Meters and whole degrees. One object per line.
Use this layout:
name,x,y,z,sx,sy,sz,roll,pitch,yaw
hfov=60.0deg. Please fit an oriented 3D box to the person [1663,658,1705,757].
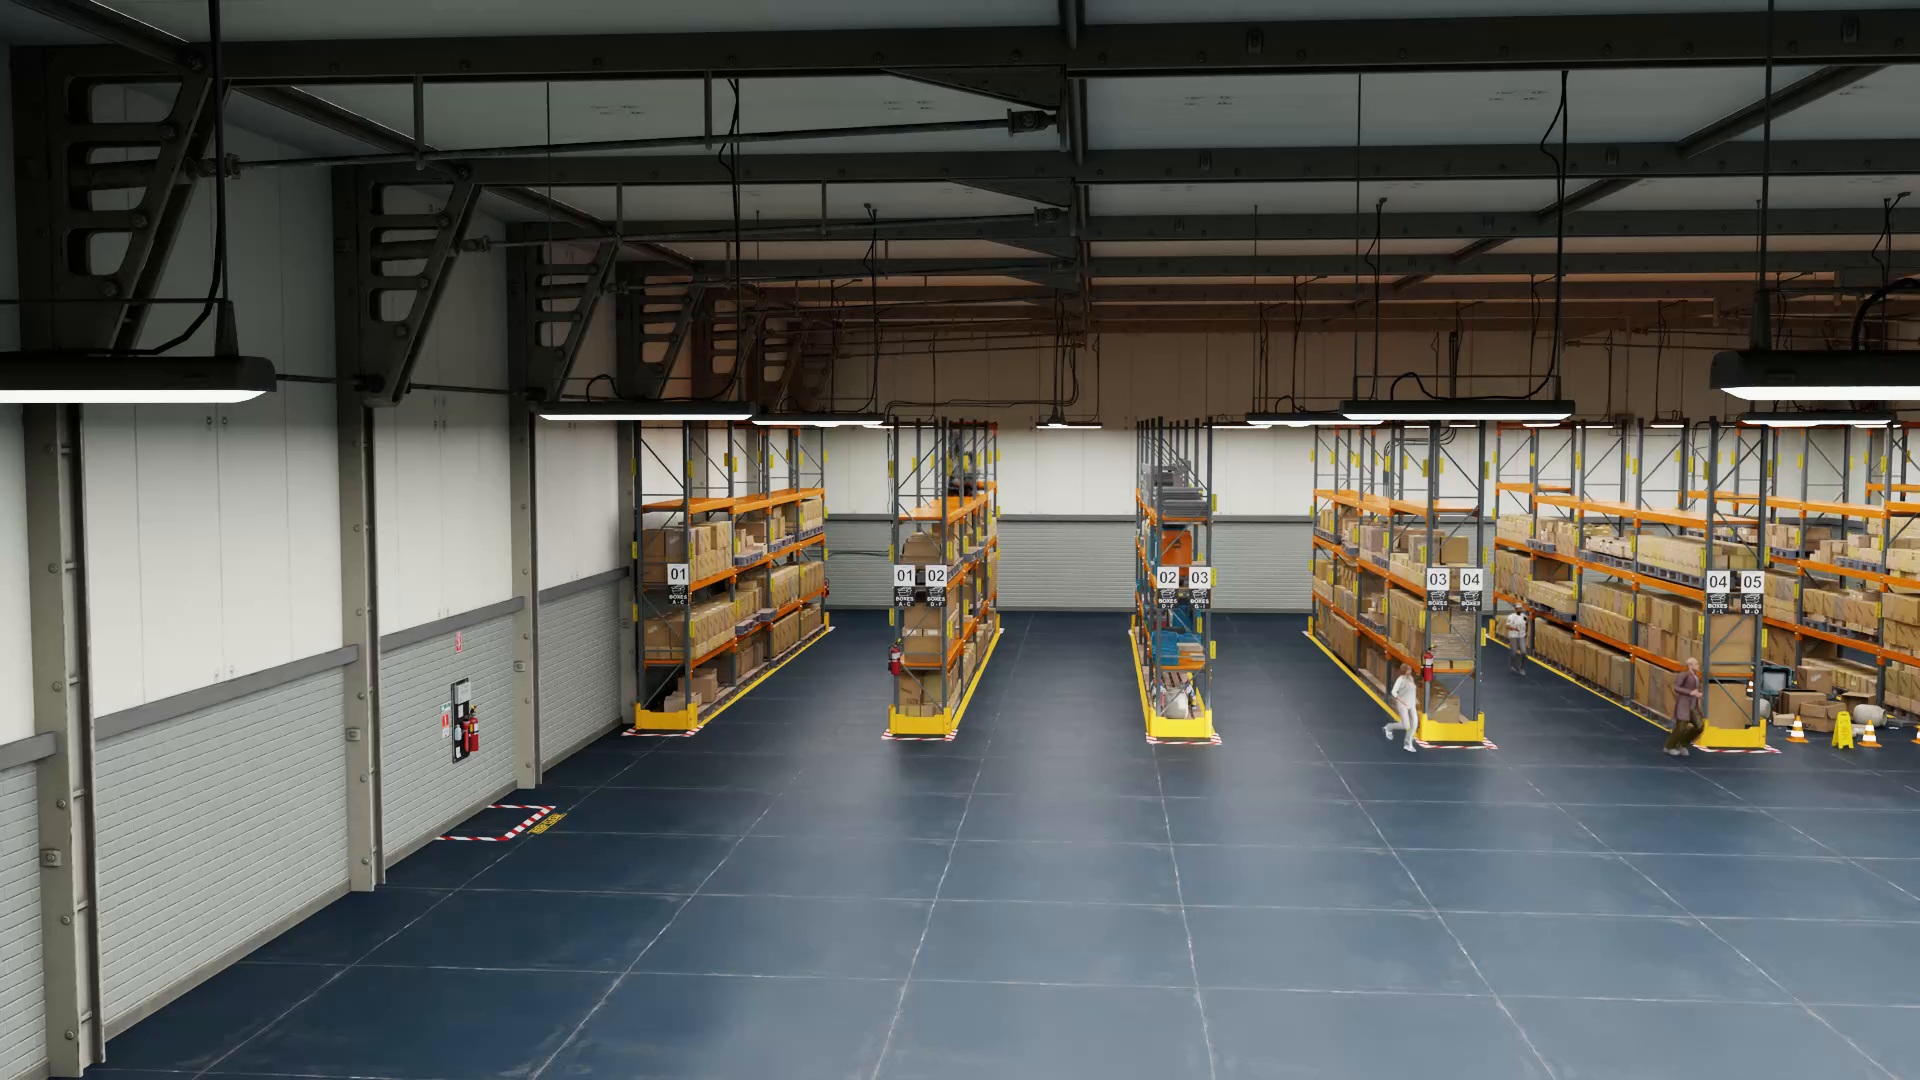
person,12.872,2.954,29.304,0.714,1.748,0.693,-2,4,-25

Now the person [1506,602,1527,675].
person,13.163,2.333,39.260,0.566,1.746,0.727,0,4,3

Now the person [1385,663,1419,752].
person,7.998,2.997,29.960,0.552,1.573,0.693,-2,4,-33
